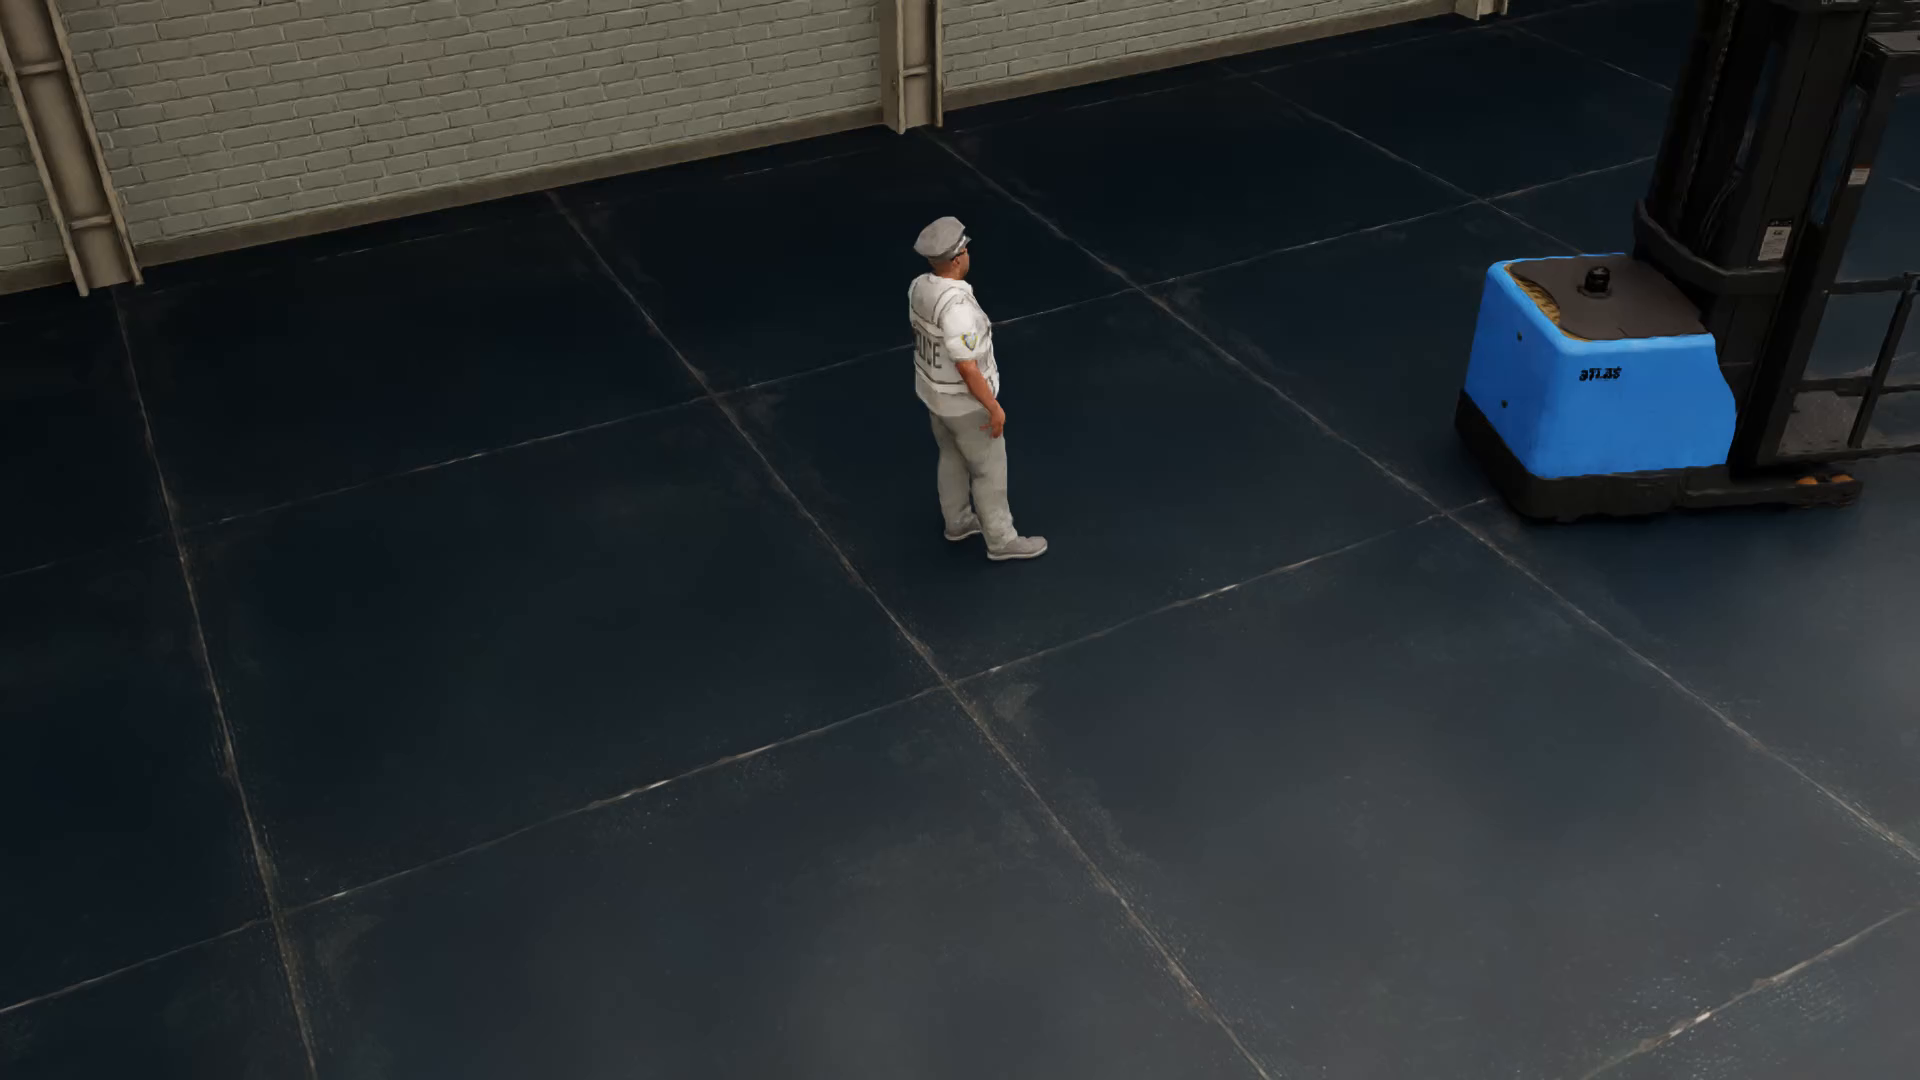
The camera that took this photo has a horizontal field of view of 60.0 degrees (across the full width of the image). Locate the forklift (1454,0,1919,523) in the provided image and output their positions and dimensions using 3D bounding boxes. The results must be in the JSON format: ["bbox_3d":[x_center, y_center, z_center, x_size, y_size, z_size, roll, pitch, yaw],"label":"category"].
[{"bbox_3d":[4.372,-1.666,8.480,3.031,2.935,1.130,-5,36,-7],"label":"forklift"}]

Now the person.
[{"bbox_3d":[0.074,-0.749,8.165,0.574,1.781,0.640,-17,39,-23],"label":"person"}]
